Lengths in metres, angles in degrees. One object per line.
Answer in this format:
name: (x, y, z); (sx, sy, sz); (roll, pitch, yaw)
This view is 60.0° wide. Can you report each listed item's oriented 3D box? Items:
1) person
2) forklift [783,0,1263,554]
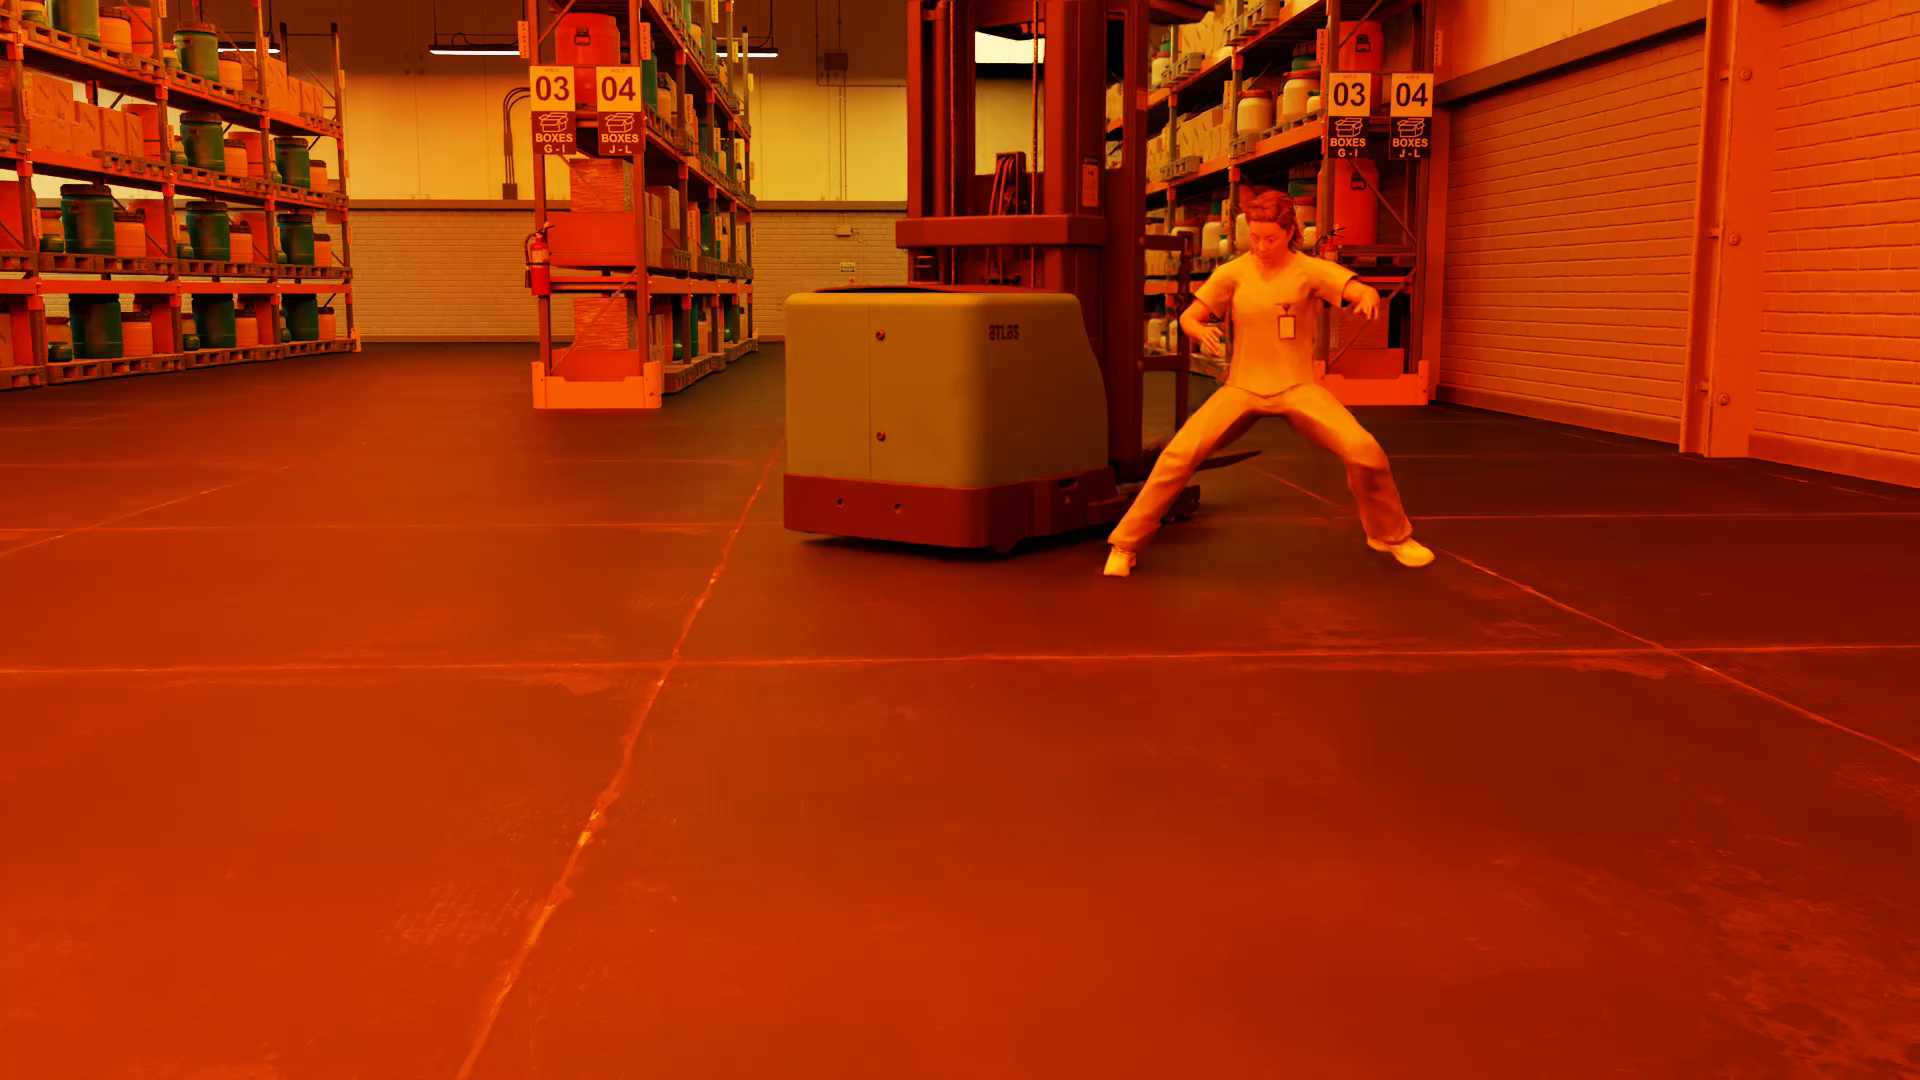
person: (1.195, -0.593, 6.343); (1.218, 1.463, 0.688); (3, 9, 20)
forklift: (0.505, -1.566, 7.875); (1.130, 2.935, 3.031); (6, 10, 35)
